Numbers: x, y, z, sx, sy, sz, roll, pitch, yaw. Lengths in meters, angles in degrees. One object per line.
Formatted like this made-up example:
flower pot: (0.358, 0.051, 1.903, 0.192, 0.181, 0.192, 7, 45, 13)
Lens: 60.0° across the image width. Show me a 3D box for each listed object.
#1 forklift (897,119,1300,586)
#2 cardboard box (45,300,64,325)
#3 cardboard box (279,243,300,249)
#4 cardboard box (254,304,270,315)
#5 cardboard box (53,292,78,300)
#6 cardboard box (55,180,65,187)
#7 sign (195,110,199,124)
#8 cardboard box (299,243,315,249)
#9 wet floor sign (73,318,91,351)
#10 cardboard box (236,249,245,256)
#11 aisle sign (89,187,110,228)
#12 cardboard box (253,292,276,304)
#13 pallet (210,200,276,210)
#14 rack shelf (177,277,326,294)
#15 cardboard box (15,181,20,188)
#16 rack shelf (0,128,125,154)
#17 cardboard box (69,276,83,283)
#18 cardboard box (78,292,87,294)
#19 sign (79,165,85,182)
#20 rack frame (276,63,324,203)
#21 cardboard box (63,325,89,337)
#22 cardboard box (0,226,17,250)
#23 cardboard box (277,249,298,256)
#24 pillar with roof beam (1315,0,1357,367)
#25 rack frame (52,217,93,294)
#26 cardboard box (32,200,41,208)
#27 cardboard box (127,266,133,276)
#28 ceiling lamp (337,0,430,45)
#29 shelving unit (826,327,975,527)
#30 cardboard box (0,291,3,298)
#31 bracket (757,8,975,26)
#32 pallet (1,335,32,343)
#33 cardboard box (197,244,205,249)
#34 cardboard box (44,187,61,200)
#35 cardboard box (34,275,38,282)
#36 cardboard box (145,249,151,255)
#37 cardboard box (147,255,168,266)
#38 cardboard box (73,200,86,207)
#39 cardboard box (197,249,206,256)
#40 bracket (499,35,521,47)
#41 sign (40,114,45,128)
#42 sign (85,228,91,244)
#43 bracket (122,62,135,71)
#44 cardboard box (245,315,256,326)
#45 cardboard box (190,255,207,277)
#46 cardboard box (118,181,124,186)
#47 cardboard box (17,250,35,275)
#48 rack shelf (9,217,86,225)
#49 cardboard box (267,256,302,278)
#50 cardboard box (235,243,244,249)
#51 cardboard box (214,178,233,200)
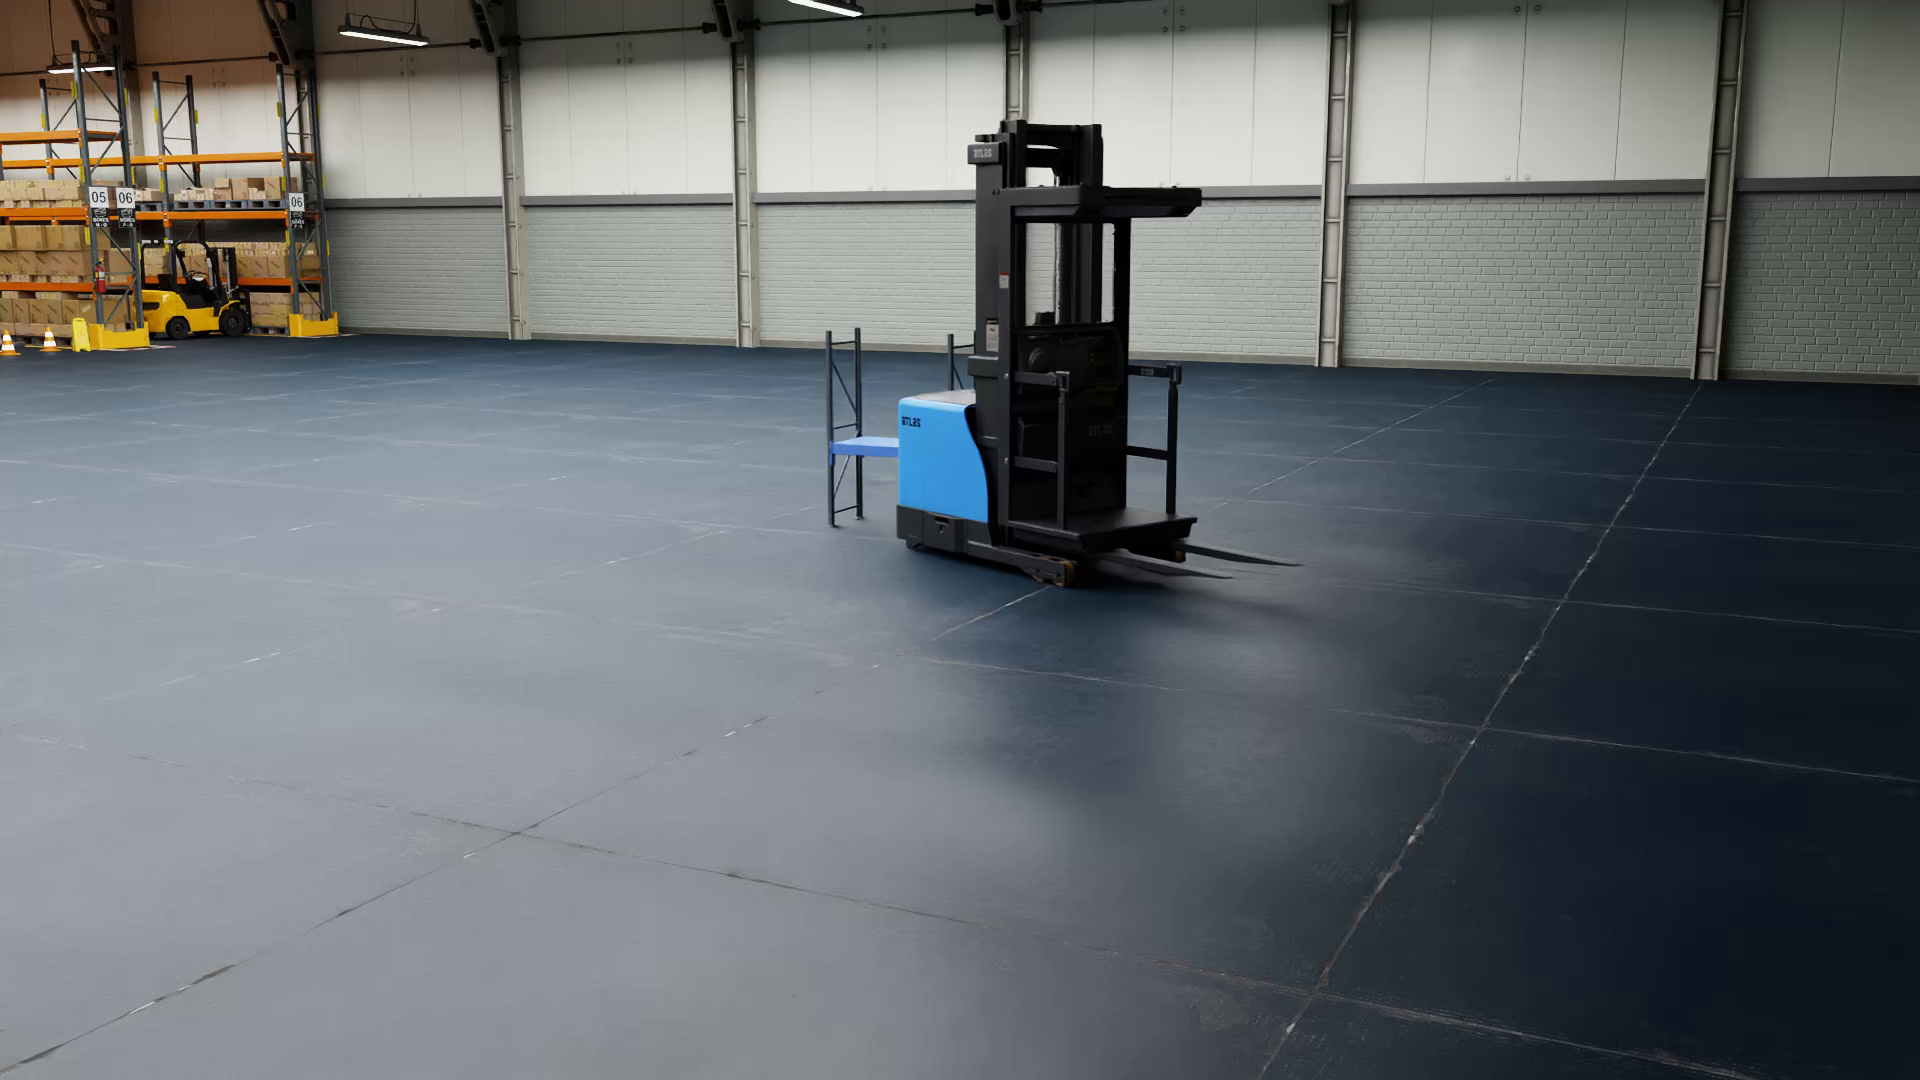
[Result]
forklift: (0.866, -1.247, 10.890, 1.130, 2.935, 3.031, -8, 13, -38)
cardboard box: (-18.379, -4.687, 34.142, 0.500, 0.500, 0.500, 6, 12, 28)
cardboard box: (-15.297, -6.705, 37.917, 0.250, 0.149, 0.380, 5, 11, 26)
cardboard box: (-15.903, -5.325, 38.367, 0.500, 0.250, 0.500, 5, 11, 25)
cardboard box: (-18.268, -4.984, 33.961, 0.250, 0.149, 0.380, 5, 12, 27)
cardboard box: (-17.961, -7.170, 33.471, 0.250, 0.149, 0.380, 5, 11, 25)
sign: (-18.202, -10.087, 39.630, 0.005, 0.325, 0.100, 5, 11, 26)
cardboard box: (-15.089, -6.771, 38.282, 0.250, 0.149, 0.380, 5, 11, 25)
wet floor sign: (-17.379, -4.058, 32.841, 0.267, 0.644, 0.232, -10, 14, -43)
cardboard box: (-16.479, -6.644, 38.414, 0.250, 0.149, 0.380, 5, 11, 26)
aisle sign: (-17.148, -6.631, 33.144, 0.004, 0.787, 0.394, 5, 11, 26)
cardboard box: (-15.894, -5.567, 38.301, 0.500, 0.250, 0.500, 5, 12, 27)
pallet: (-16.603, -7.784, 38.642, 1.213, 0.211, 1.003, 5, 11, 26)
rack shelf: (-16.676, -5.999, 38.975, 4.000, 0.370, 1.077, 5, 11, 26)
cardboard box: (-19.094, -7.276, 34.055, 0.250, 0.149, 0.380, 5, 12, 27)
rack shelf: (-18.869, -8.157, 34.060, 4.000, 0.370, 1.077, 5, 11, 26)
cardboard box: (-17.782, -5.277, 33.667, 0.250, 0.149, 0.380, 5, 11, 25)
cardboard box: (-22.387, -6.213, 42.153, 0.250, 0.149, 0.380, 6, 12, 29)
sign: (-17.339, -7.227, 32.832, 0.005, 0.325, 0.100, 5, 11, 26)
rack frame: (-14.883, -9.148, 37.506, 0.127, 3.000, 1.000, 5, 11, 26)
cardboard box: (-17.941, -4.279, 33.991, 0.500, 0.250, 0.500, 5, 11, 26)
cardboard box: (-19.477, -6.248, 34.409, 0.500, 0.500, 0.700, 5, 11, 25)
cardboard box: (-15.318, -6.547, 37.877, 0.250, 0.149, 0.380, 5, 11, 27)
pillar with roof beam: (4.510, -6.768, 24.356, 0.548, 9.000, 9.100, 5, 11, 26)
rack frame: (-22.057, -6.826, 41.524, 0.127, 3.000, 1.000, 5, 11, 26)
cardboard box: (-18.655, -6.844, 33.905, 0.250, 0.149, 0.380, 5, 11, 24)
cardboard box: (-19.923, -6.518, 40.241, 0.500, 0.250, 0.500, 5, 11, 26)
ceiling lamp: (-10.506, -10.871, 30.639, 0.800, 3.185, 2.000, 5, 11, 26)
shelving unit: (-0.432, -0.839, 12.654, 1.048, 1.500, 0.538, 5, 11, 25)
cardboard box: (-20.168, -5.151, 34.881, 0.250, 0.149, 0.380, 5, 11, 27)
bracket: (-1.806, -9.878, 31.436, 4.783, 0.066, 0.076, 5, 11, 26)
pallet: (-20.045, -4.298, 35.387, 1.213, 0.211, 1.003, 5, 11, 26)
cardboard box: (-17.623, -6.892, 38.948, 0.250, 0.149, 0.380, 5, 12, 27)
cardboard box: (-18.098, -6.990, 33.595, 0.500, 0.250, 0.500, 5, 11, 25)
cardboard box: (-18.868, -5.398, 34.338, 0.250, 0.149, 0.380, 5, 11, 26)
cardboard box: (-19.310, -6.916, 39.918, 0.250, 0.149, 0.380, 5, 11, 26)
cardboard box: (-19.023, -6.681, 39.739, 0.500, 0.250, 0.500, 5, 11, 25)
cardboard box: (-17.519, -6.738, 33.322, 0.250, 0.149, 0.380, 5, 11, 26)
cardboard box: (-17.633, -6.745, 38.971, 0.250, 0.149, 0.380, 5, 12, 27)
bracket: (-9.512, -10.555, 35.178, 0.430, 0.232, 0.235, 5, 11, 26)
sign: (-22.288, -10.189, 40.416, 0.005, 0.325, 0.100, 5, 11, 26)
sign: (-17.339, -6.041, 33.046, 0.005, 0.325, 0.100, 5, 11, 26)
bracket: (-20.274, -11.501, 40.403, 0.430, 0.232, 0.235, 5, 11, 26)
cardboard box: (-16.330, -5.117, 38.624, 0.500, 0.250, 0.500, 5, 11, 26)
cardboard box: (-17.713, -6.445, 39.137, 0.500, 0.500, 0.500, 5, 12, 27)
cardboard box: (-20.602, -8.431, 40.228, 0.500, 0.500, 0.500, 5, 12, 27)
cardboard box: (-19.025, -5.720, 34.297, 0.500, 0.500, 0.500, 5, 11, 26)
rack shelf: (-23.851, -8.106, 42.191, 4.000, 0.370, 1.077, 5, 11, 26)
cardboard box: (-15.440, -6.242, 38.014, 0.500, 0.500, 0.500, 5, 11, 25)
cardboard box: (-16.486, -6.790, 38.385, 0.250, 0.149, 0.380, 5, 12, 27)
cardboard box: (-16.769, -8.123, 38.518, 0.637, 0.503, 0.797, 5, 12, 28)
